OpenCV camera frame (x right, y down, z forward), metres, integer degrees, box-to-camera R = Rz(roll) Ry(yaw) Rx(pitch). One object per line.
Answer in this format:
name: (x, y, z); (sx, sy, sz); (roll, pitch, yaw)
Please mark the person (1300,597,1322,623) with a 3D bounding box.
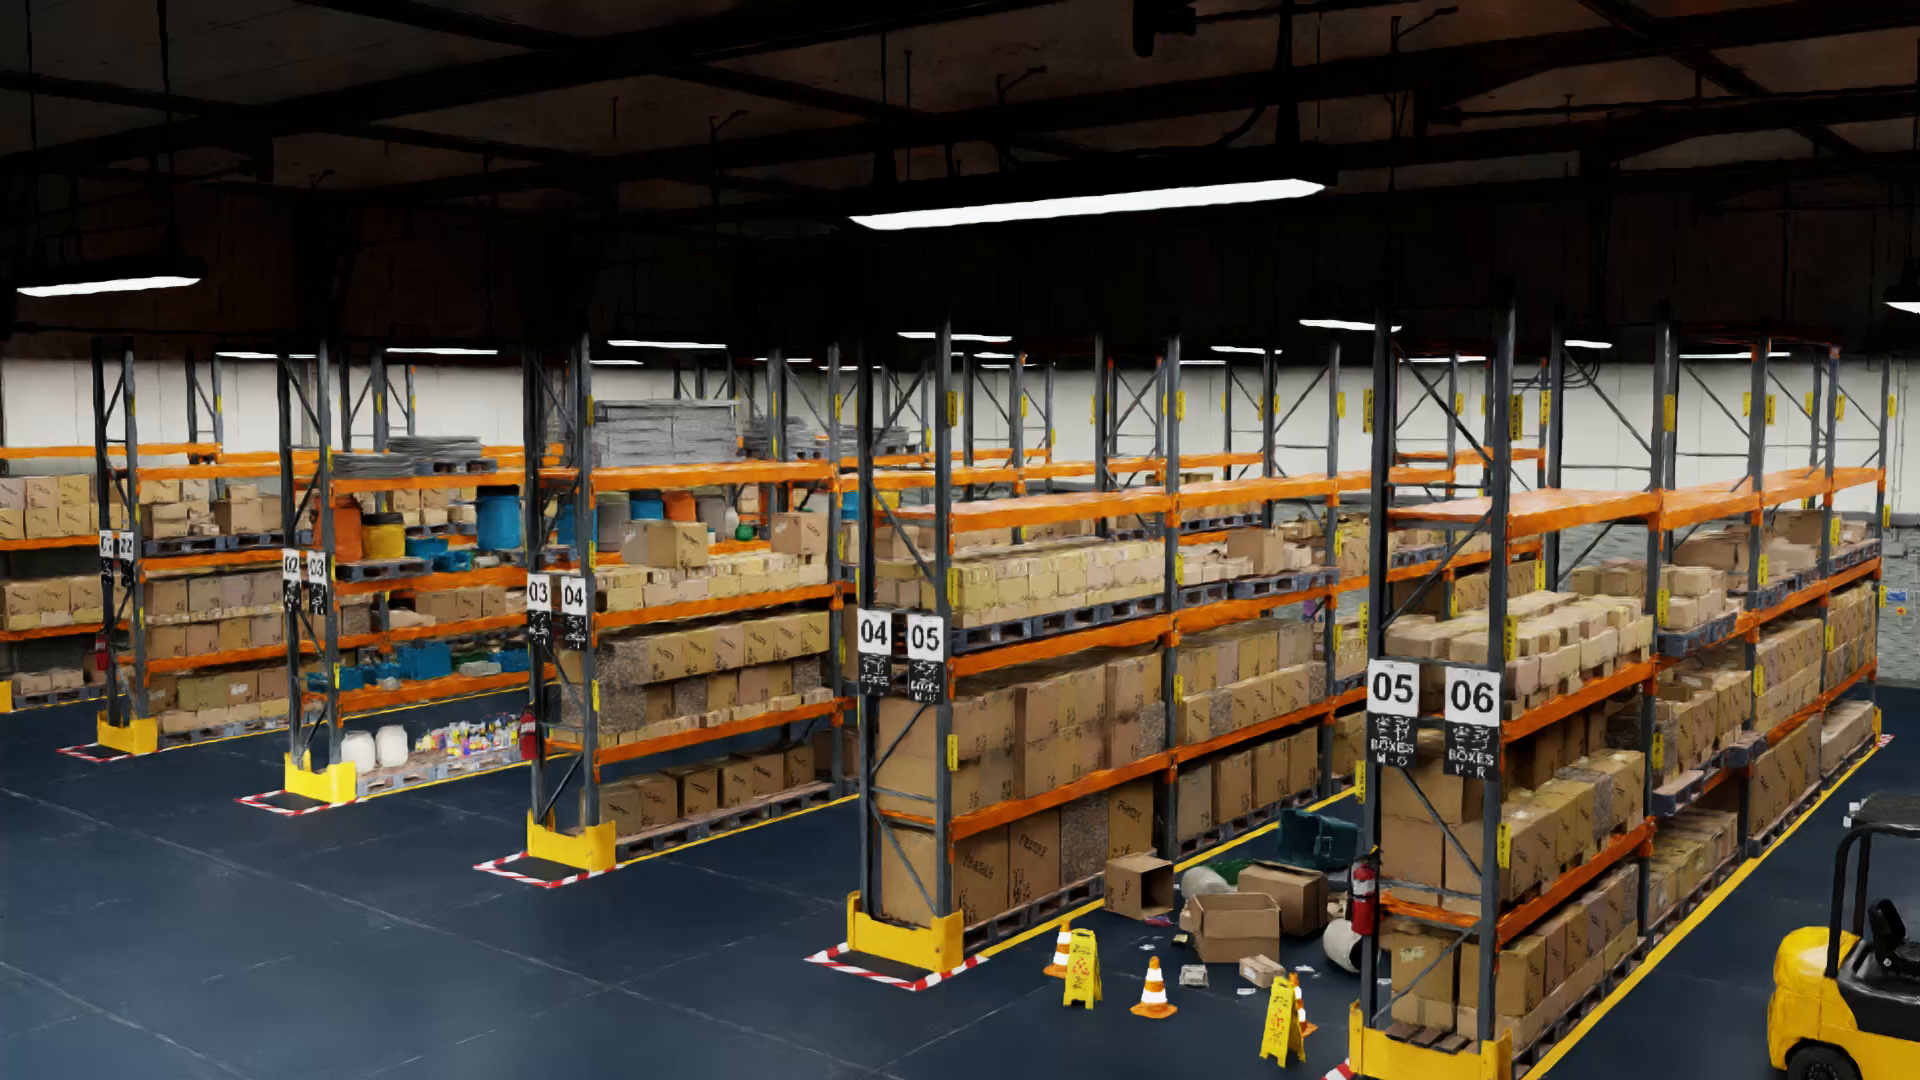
person: (7.127, 1.480, 33.464); (0.868, 1.531, 0.461); (-3, 6, -30)
